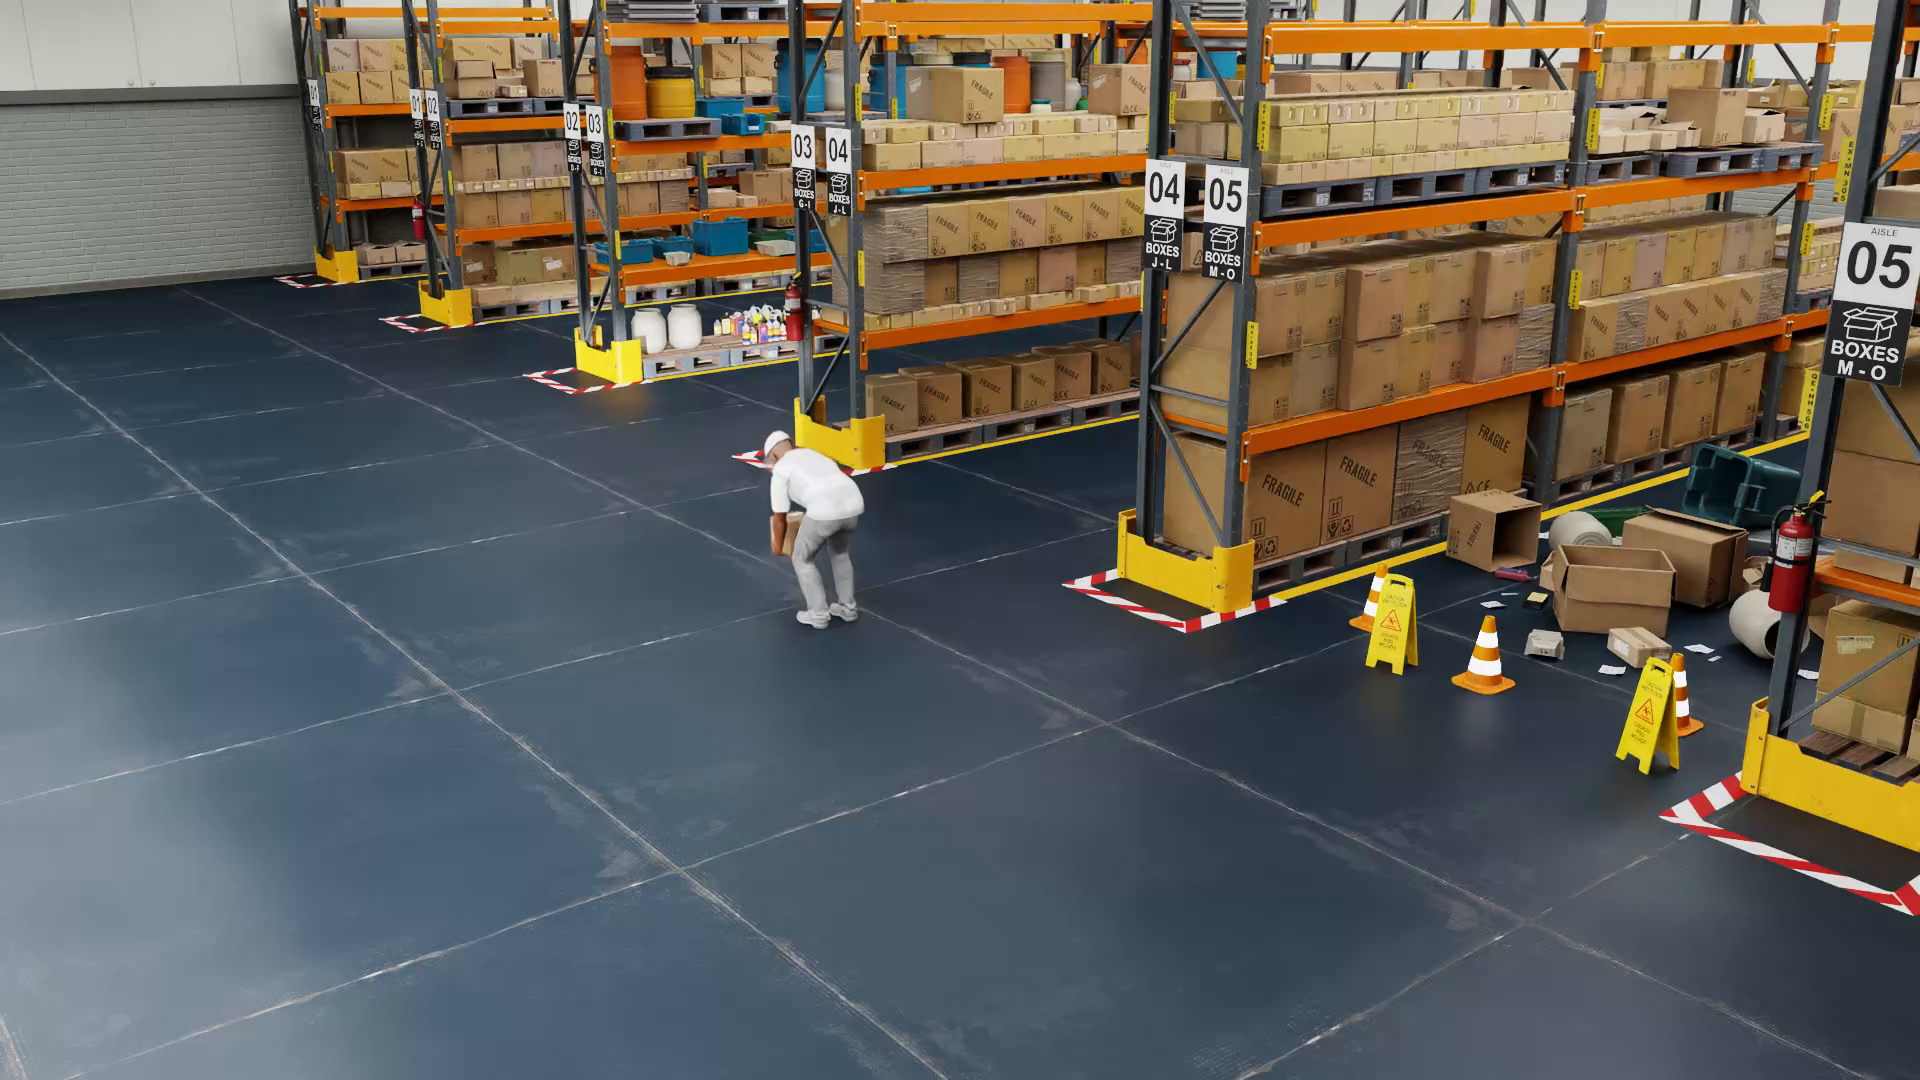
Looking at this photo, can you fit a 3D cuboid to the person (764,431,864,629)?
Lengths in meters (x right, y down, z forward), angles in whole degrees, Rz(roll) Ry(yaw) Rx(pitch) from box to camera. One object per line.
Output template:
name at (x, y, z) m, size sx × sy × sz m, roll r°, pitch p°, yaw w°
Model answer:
person at (-1.095, -0.085, 12.029) m, size 0.494 × 1.311 × 0.923 m, roll -14°, pitch 23°, yaw -38°
